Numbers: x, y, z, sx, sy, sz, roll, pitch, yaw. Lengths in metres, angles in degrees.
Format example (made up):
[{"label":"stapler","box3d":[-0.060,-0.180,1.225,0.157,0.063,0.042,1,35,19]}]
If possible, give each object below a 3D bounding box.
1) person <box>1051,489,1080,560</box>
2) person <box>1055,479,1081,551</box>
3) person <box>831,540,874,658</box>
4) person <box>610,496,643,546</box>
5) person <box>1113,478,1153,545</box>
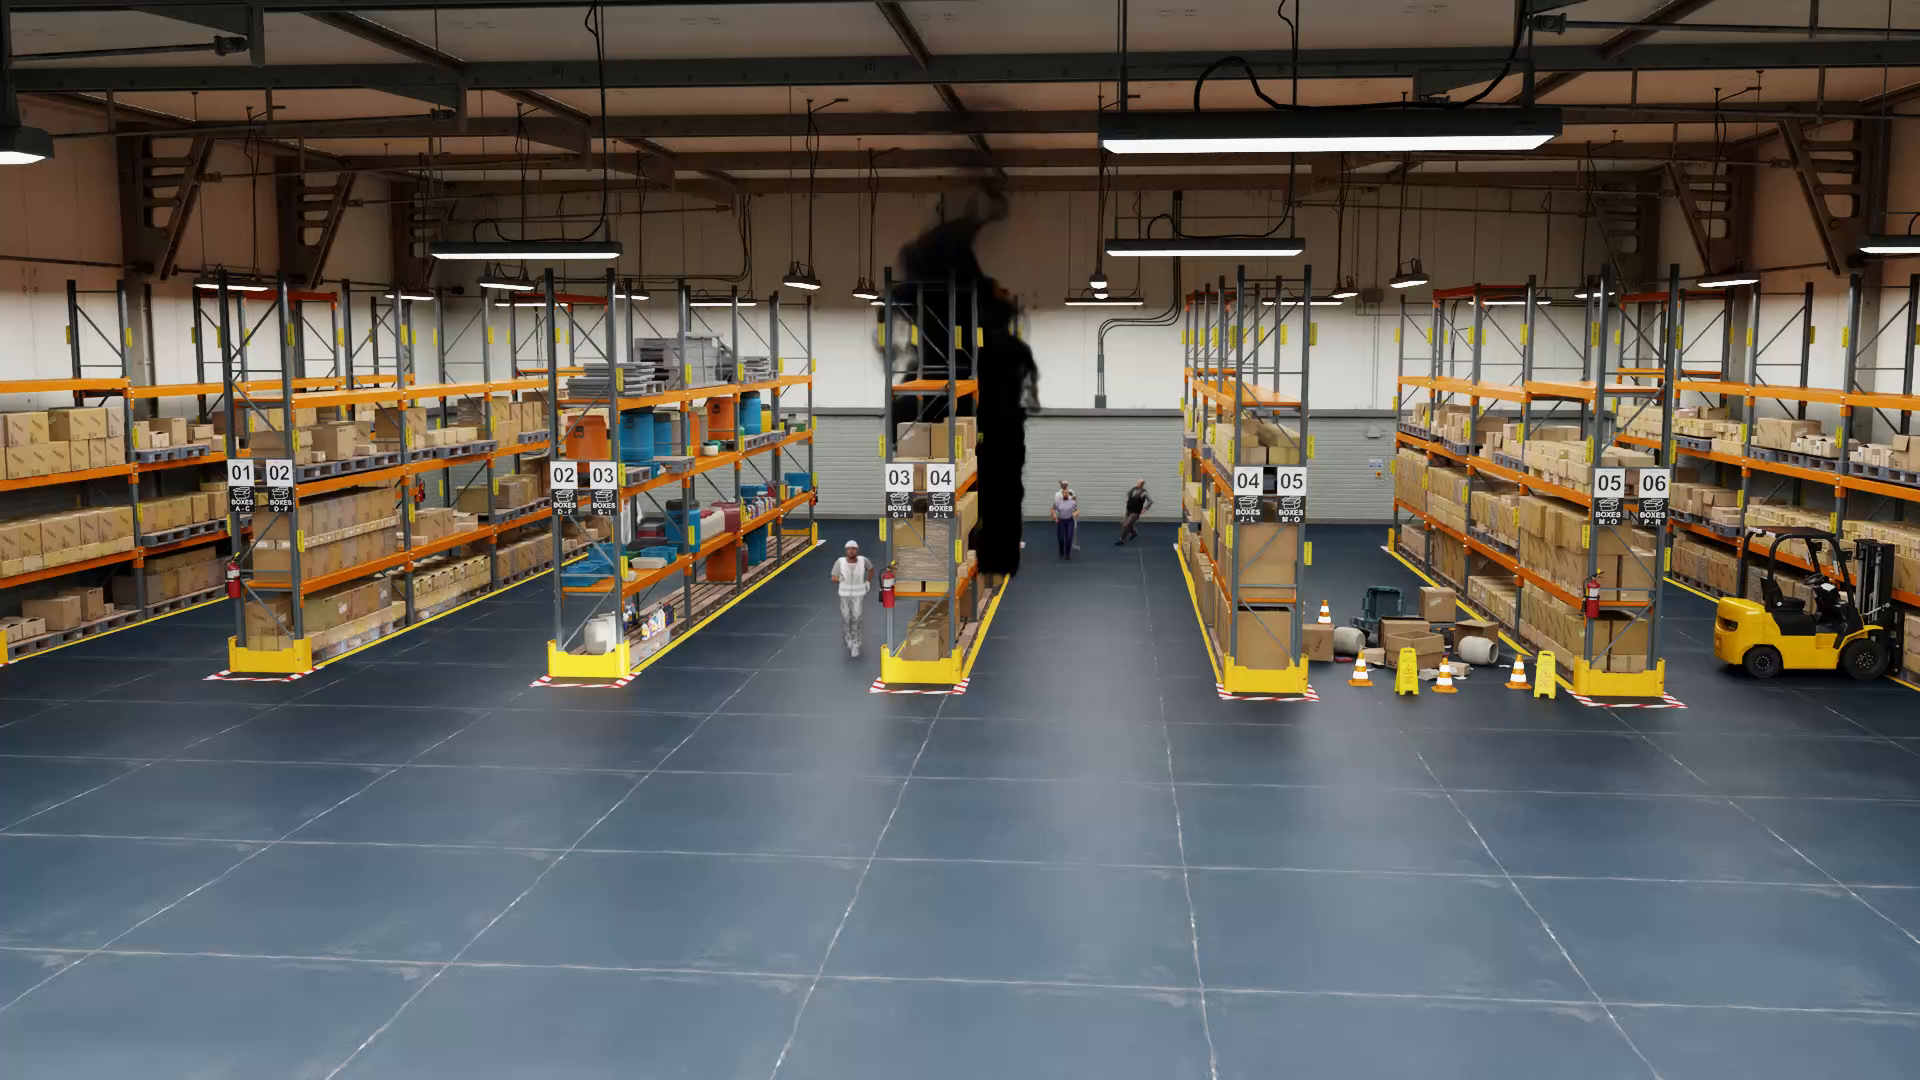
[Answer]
[{"label":"person","box3d":[2.405,-0.350,37.628,0.636,1.617,0.559,0,7,-3]},{"label":"person","box3d":[2.522,-0.618,39.523,0.602,1.715,0.686,-1,7,-8]},{"label":"person","box3d":[-1.709,0.911,26.334,0.670,1.825,0.750,0,7,1]},{"label":"person","box3d":[-7.195,-0.203,35.856,0.710,1.733,0.638,-1,7,-7]},{"label":"person","box3d":[4.130,-0.691,40.234,0.819,1.630,0.853,-4,8,-27]}]
